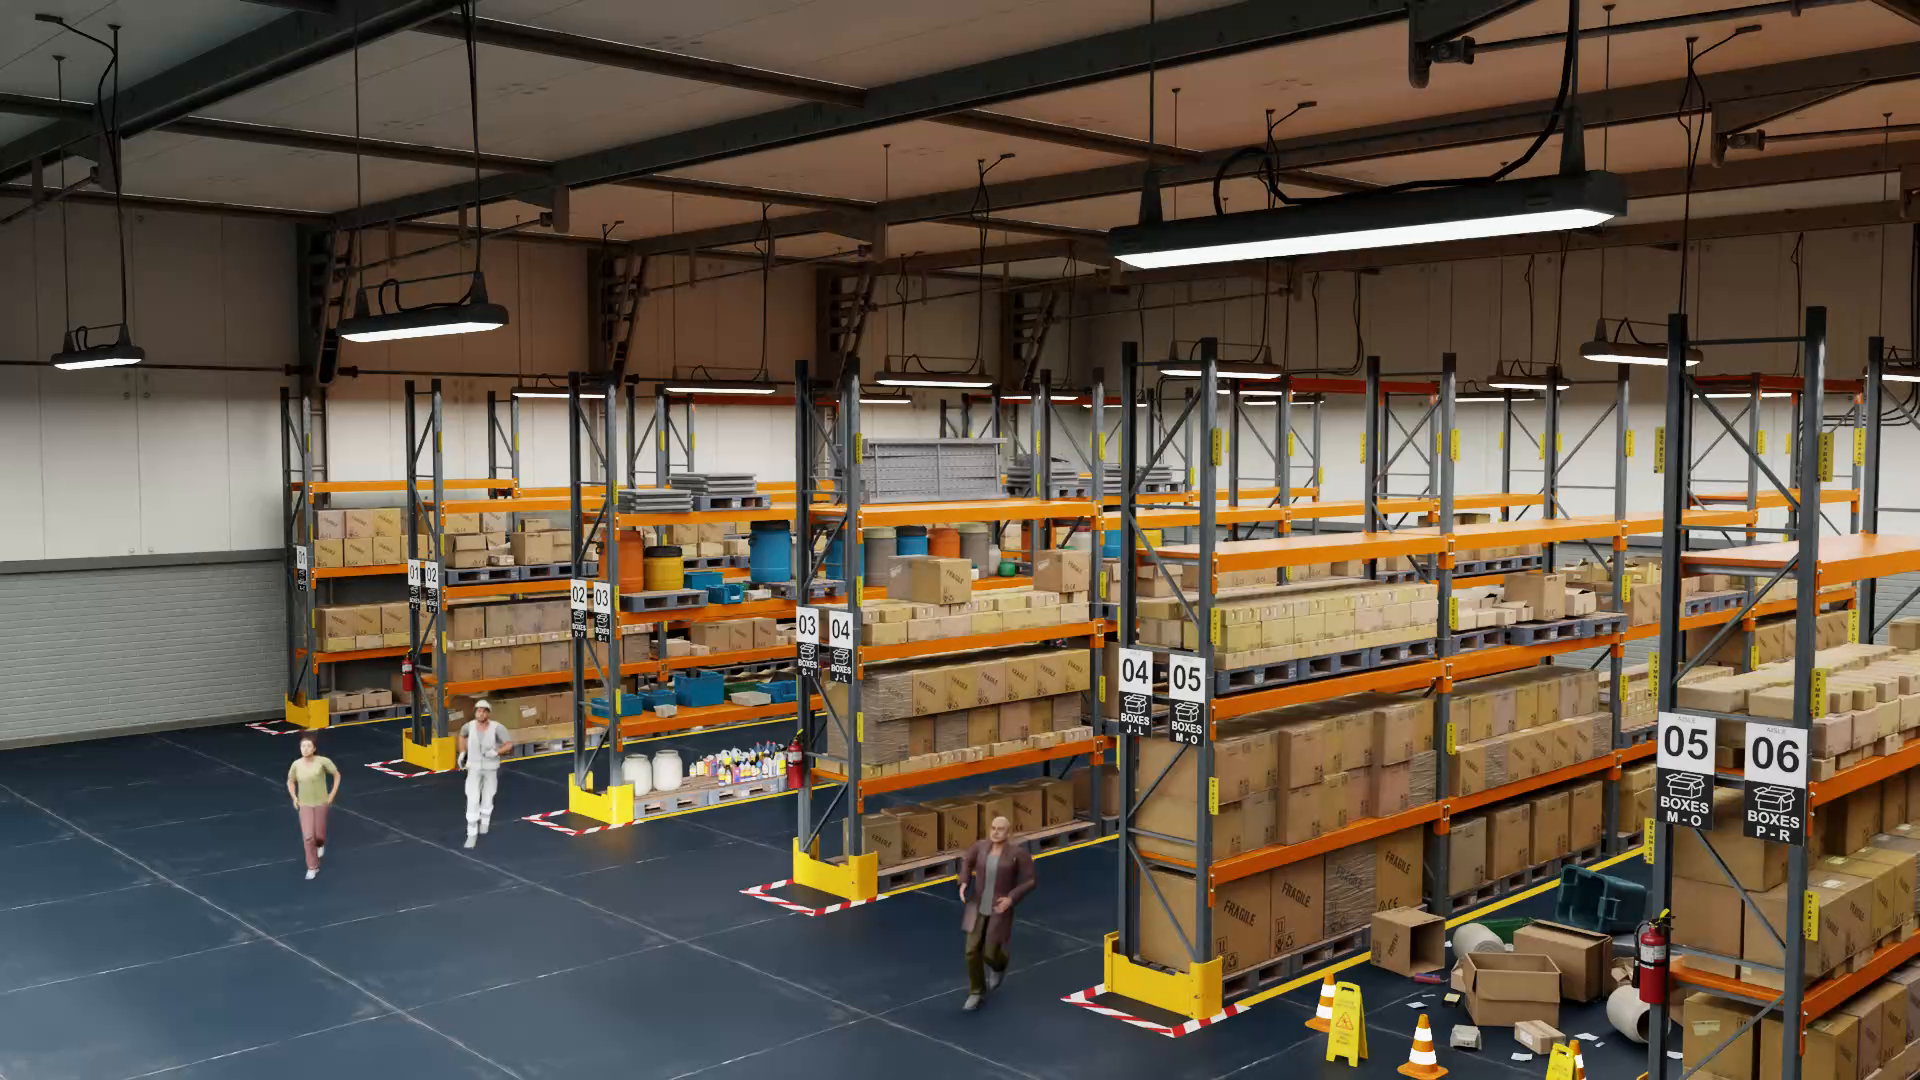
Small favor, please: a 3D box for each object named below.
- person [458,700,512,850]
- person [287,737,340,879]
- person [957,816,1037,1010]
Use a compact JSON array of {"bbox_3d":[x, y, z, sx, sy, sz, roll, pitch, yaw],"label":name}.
[{"bbox_3d":[-6.010,2.929,21.022,0.650,1.834,0.737,-1,4,-12],"label":"person"},{"bbox_3d":[-7.592,3.105,19.561,0.586,1.652,0.626,-1,4,-12],"label":"person"},{"bbox_3d":[0.338,3.348,15.104,0.750,1.728,0.713,2,4,27],"label":"person"}]
